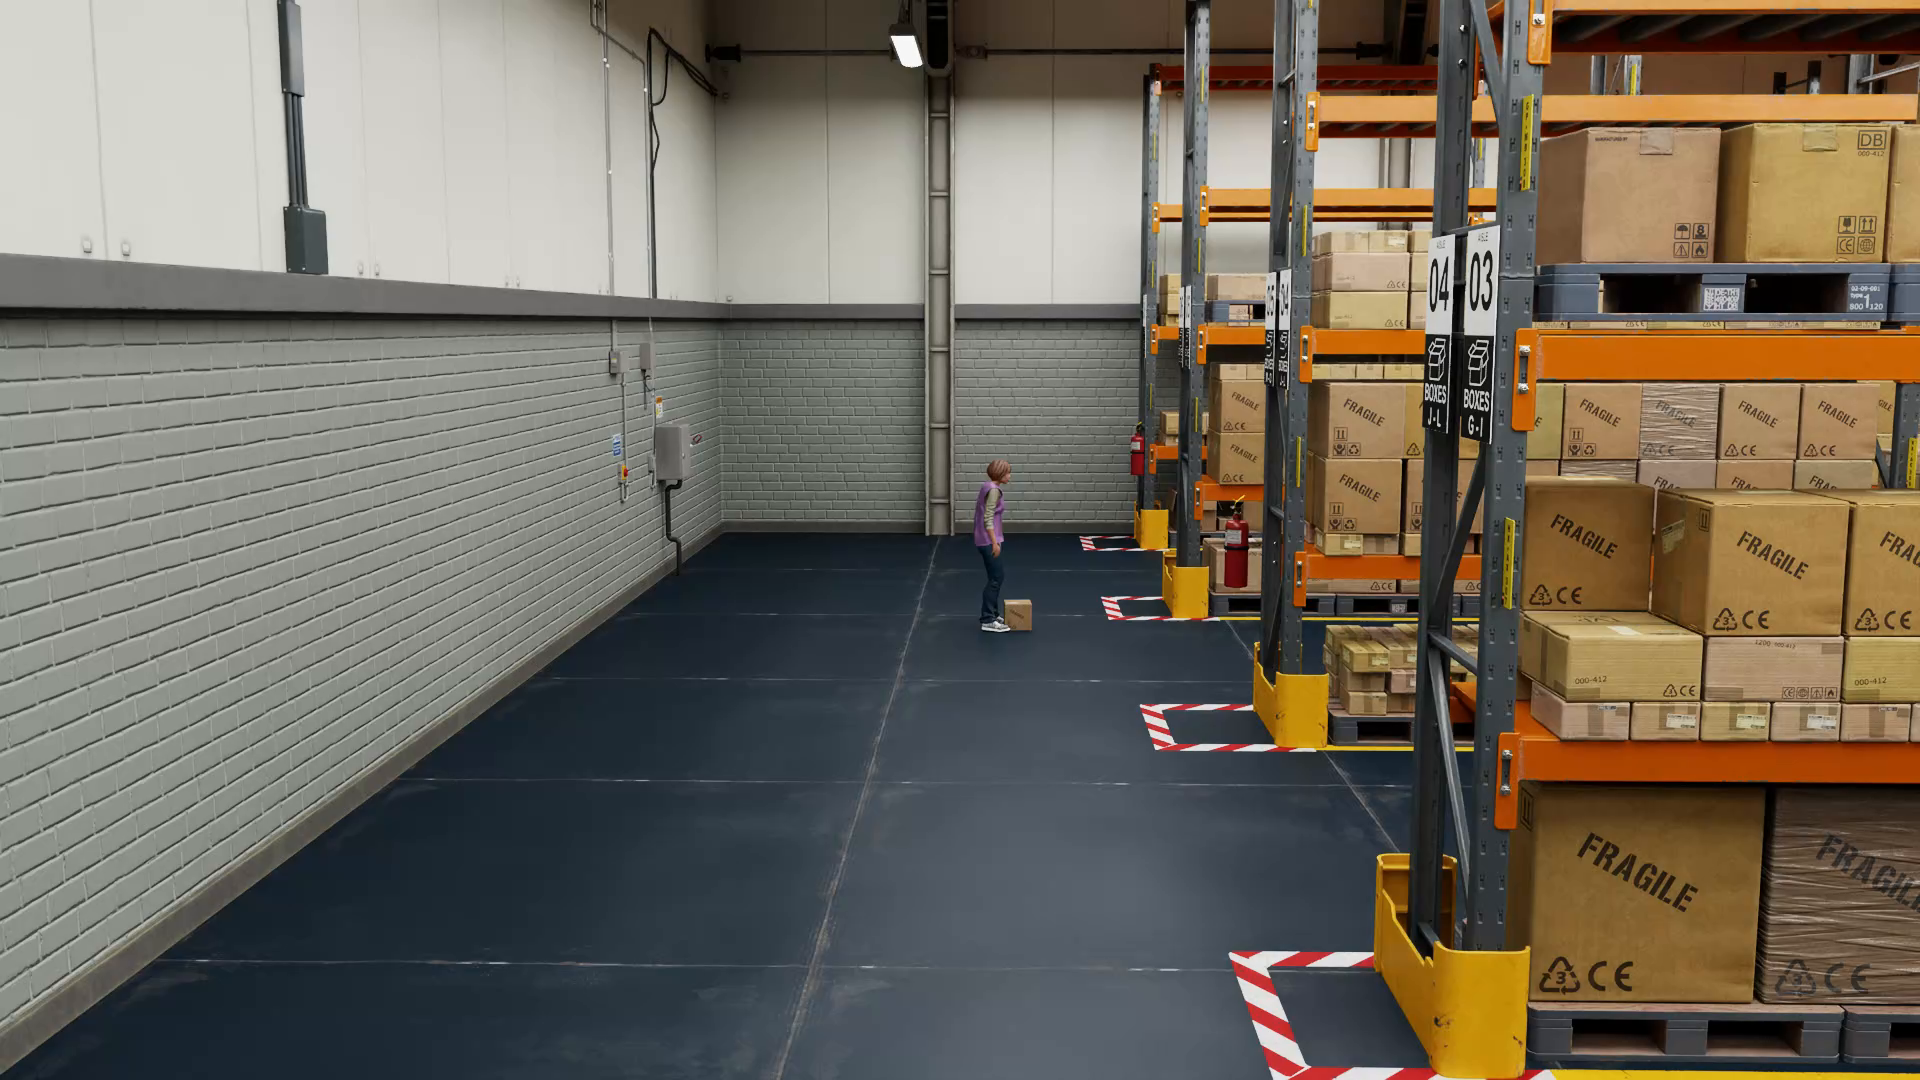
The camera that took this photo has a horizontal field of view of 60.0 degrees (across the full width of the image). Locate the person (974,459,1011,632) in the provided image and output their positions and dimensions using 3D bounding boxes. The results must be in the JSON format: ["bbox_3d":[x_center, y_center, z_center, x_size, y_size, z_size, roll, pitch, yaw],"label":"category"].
[{"bbox_3d":[0.313,0.040,15.518,0.367,1.592,0.460,0,7,2],"label":"person"}]
